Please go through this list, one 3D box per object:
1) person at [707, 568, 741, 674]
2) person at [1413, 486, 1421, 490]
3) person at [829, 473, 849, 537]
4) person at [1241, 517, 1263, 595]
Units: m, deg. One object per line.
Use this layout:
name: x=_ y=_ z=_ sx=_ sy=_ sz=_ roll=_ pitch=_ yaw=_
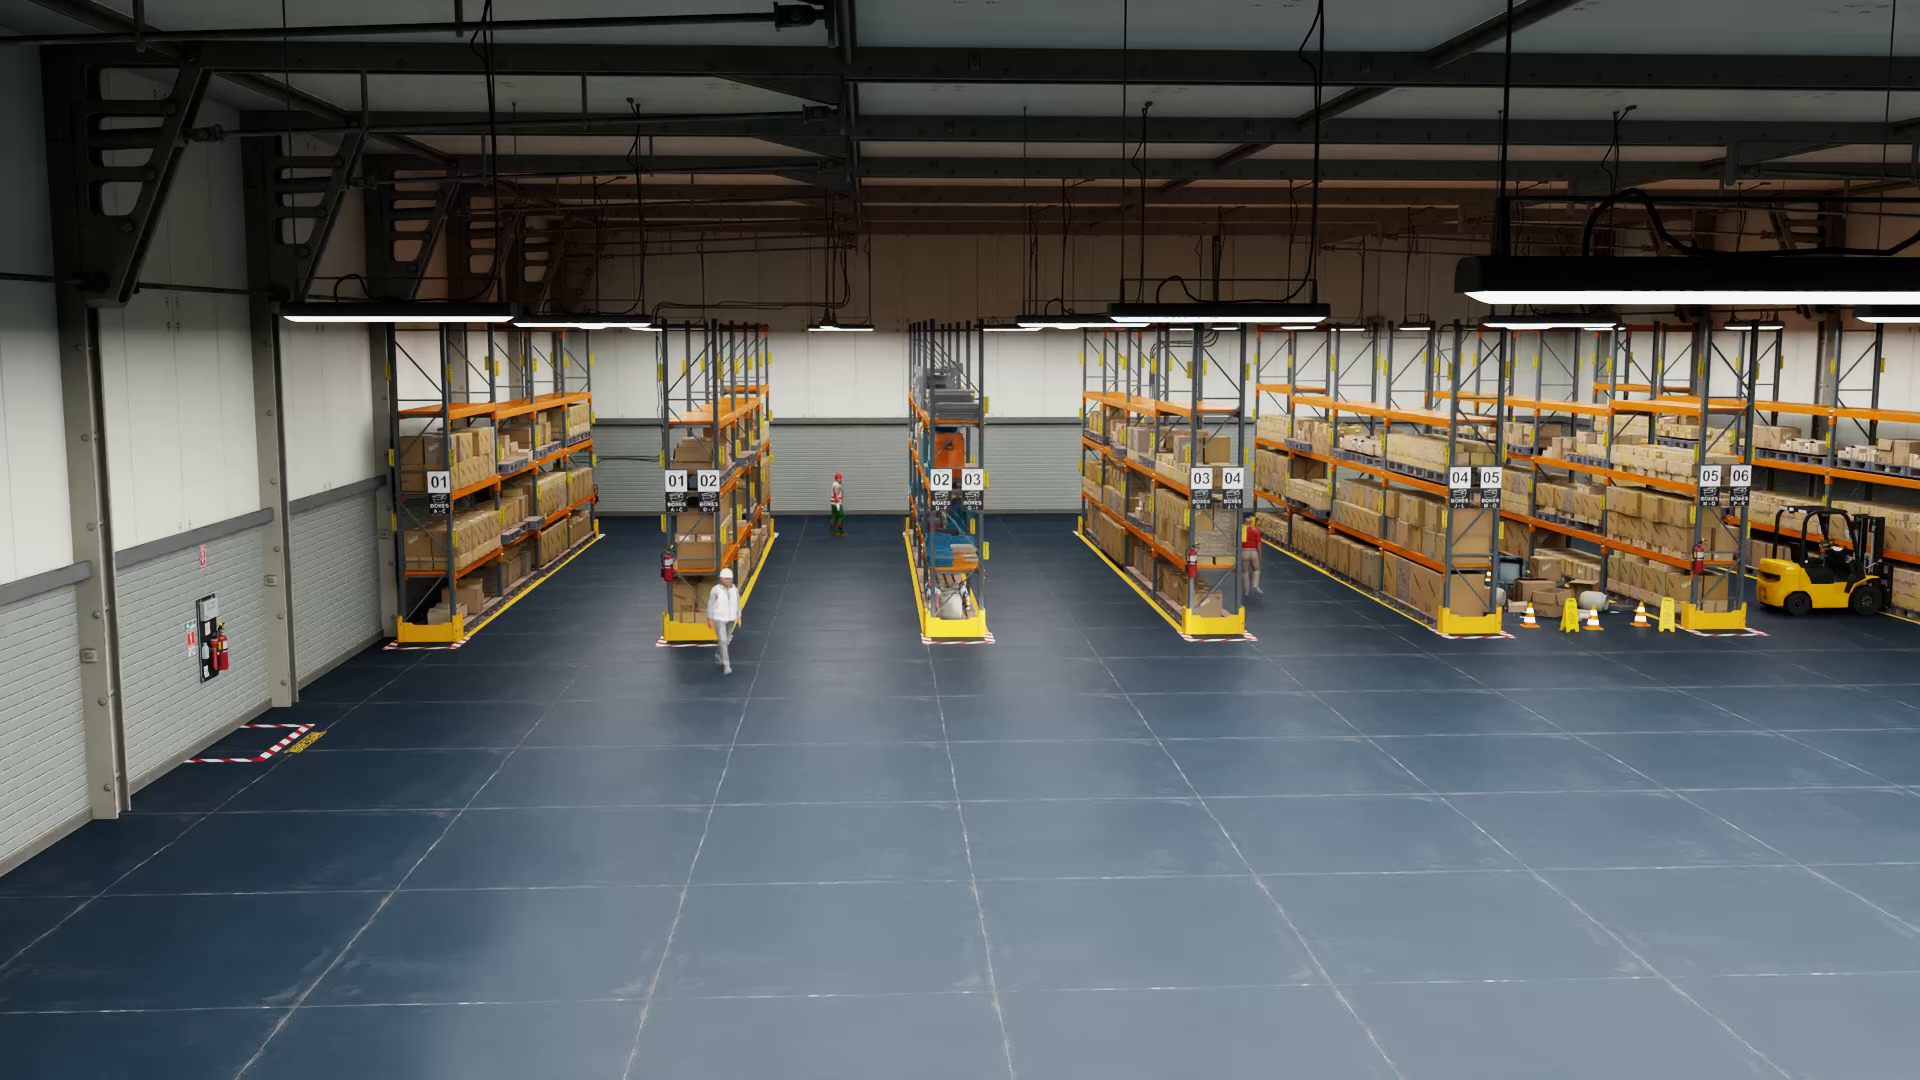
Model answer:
person: x=-3.995 y=1.340 z=28.373 sx=0.563 sy=1.724 sz=0.942 roll=-6 pitch=9 yaw=-40
person: x=14.047 y=-1.342 z=50.610 sx=0.947 sy=1.618 sz=0.504 roll=-3 pitch=8 yaw=-21
person: x=-3.452 y=-0.981 z=47.176 sx=0.525 sy=1.823 sz=0.617 roll=-3 pitch=8 yaw=-21
person: x=6.352 y=0.366 z=36.501 sx=0.586 sy=1.724 sz=0.532 roll=0 pitch=7 yaw=2
